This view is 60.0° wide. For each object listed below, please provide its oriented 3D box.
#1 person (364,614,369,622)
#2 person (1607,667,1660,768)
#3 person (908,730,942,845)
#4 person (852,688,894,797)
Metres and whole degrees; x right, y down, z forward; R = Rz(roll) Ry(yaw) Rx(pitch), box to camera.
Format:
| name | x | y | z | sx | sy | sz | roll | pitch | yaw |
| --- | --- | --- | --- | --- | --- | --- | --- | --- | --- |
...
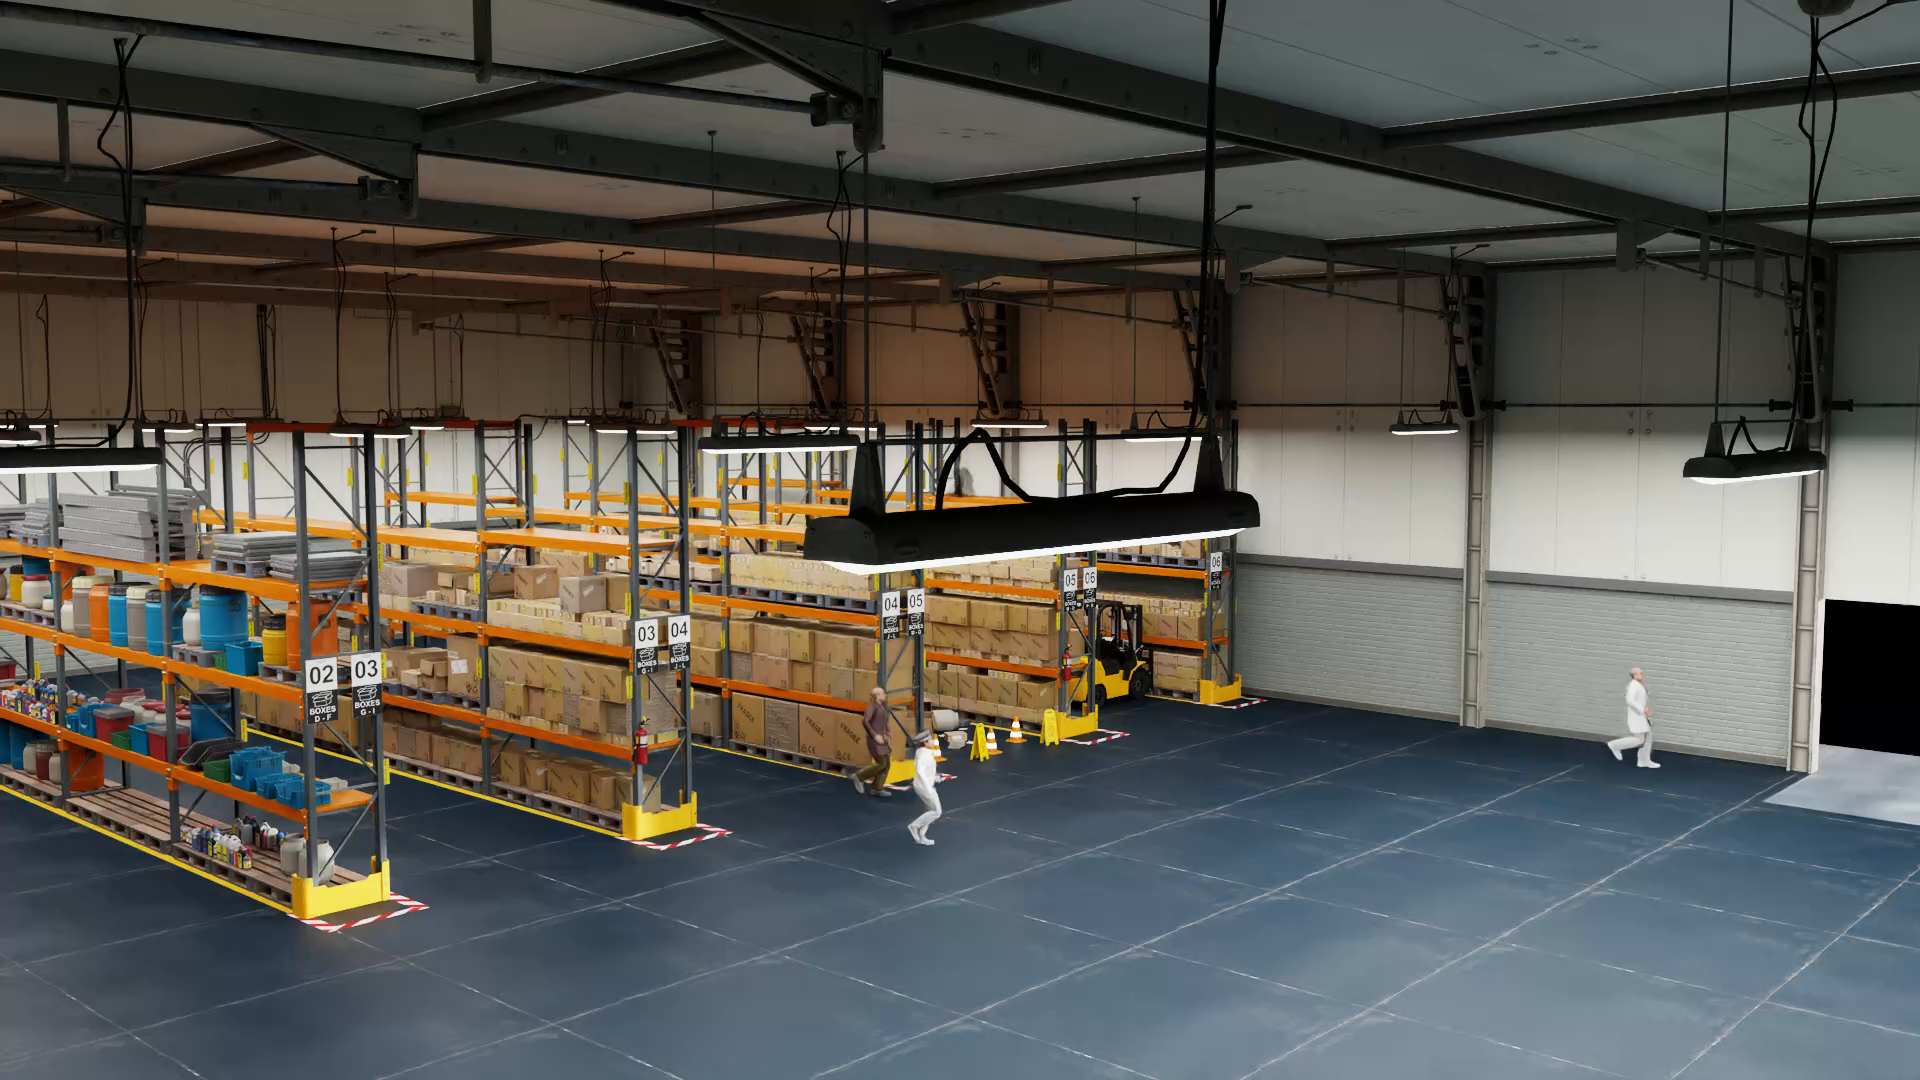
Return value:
| name | x | y | z | sx | sy | sz | roll | pitch | yaw |
| --- | --- | --- | --- | --- | --- | --- | --- | --- | --- |
| person | -13.982 | 2.382 | 38.917 | 0.571 | 1.585 | 0.710 | 2 | 5 | 20 |
| person | 11.769 | 3.085 | 28.983 | 0.865 | 1.745 | 0.726 | 2 | 5 | 26 |
| person | -0.512 | 3.553 | 23.922 | 0.545 | 1.666 | 0.634 | -1 | 5 | -13 |
| person | -1.384 | 3.308 | 27.040 | 0.656 | 1.638 | 0.739 | 1 | 5 | 11 |
